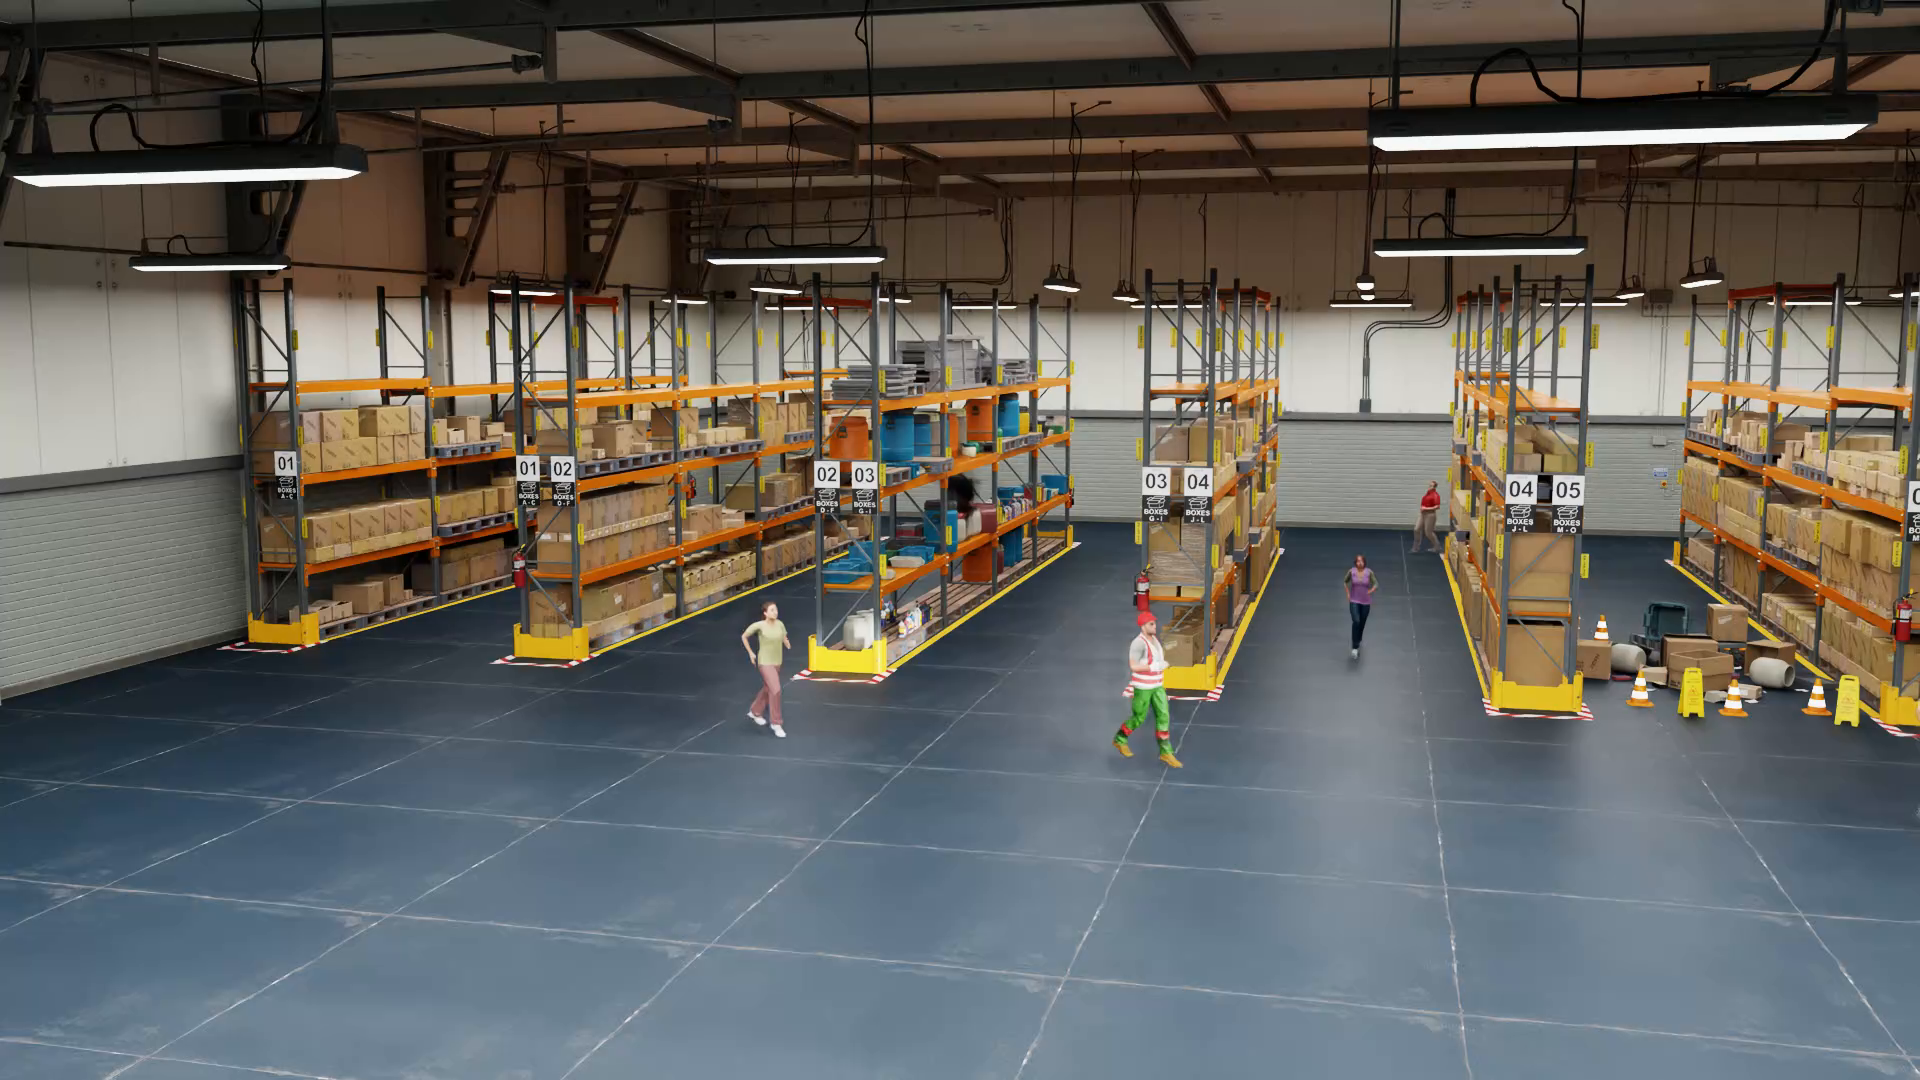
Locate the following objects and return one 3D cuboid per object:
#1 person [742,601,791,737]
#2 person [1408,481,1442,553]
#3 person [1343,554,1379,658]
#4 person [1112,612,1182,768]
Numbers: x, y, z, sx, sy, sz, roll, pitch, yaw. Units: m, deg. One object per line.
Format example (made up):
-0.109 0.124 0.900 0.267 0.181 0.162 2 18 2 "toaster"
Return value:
-2.453 1.627 21.362 0.796 1.711 0.563 6 9 40 "person"
11.008 -0.513 39.074 0.687 1.761 0.724 -2 7 -13 "person"
6.397 1.026 26.567 0.533 1.630 0.736 1 7 6 "person"
2.203 1.743 19.620 0.920 1.809 0.648 6 9 42 "person"
